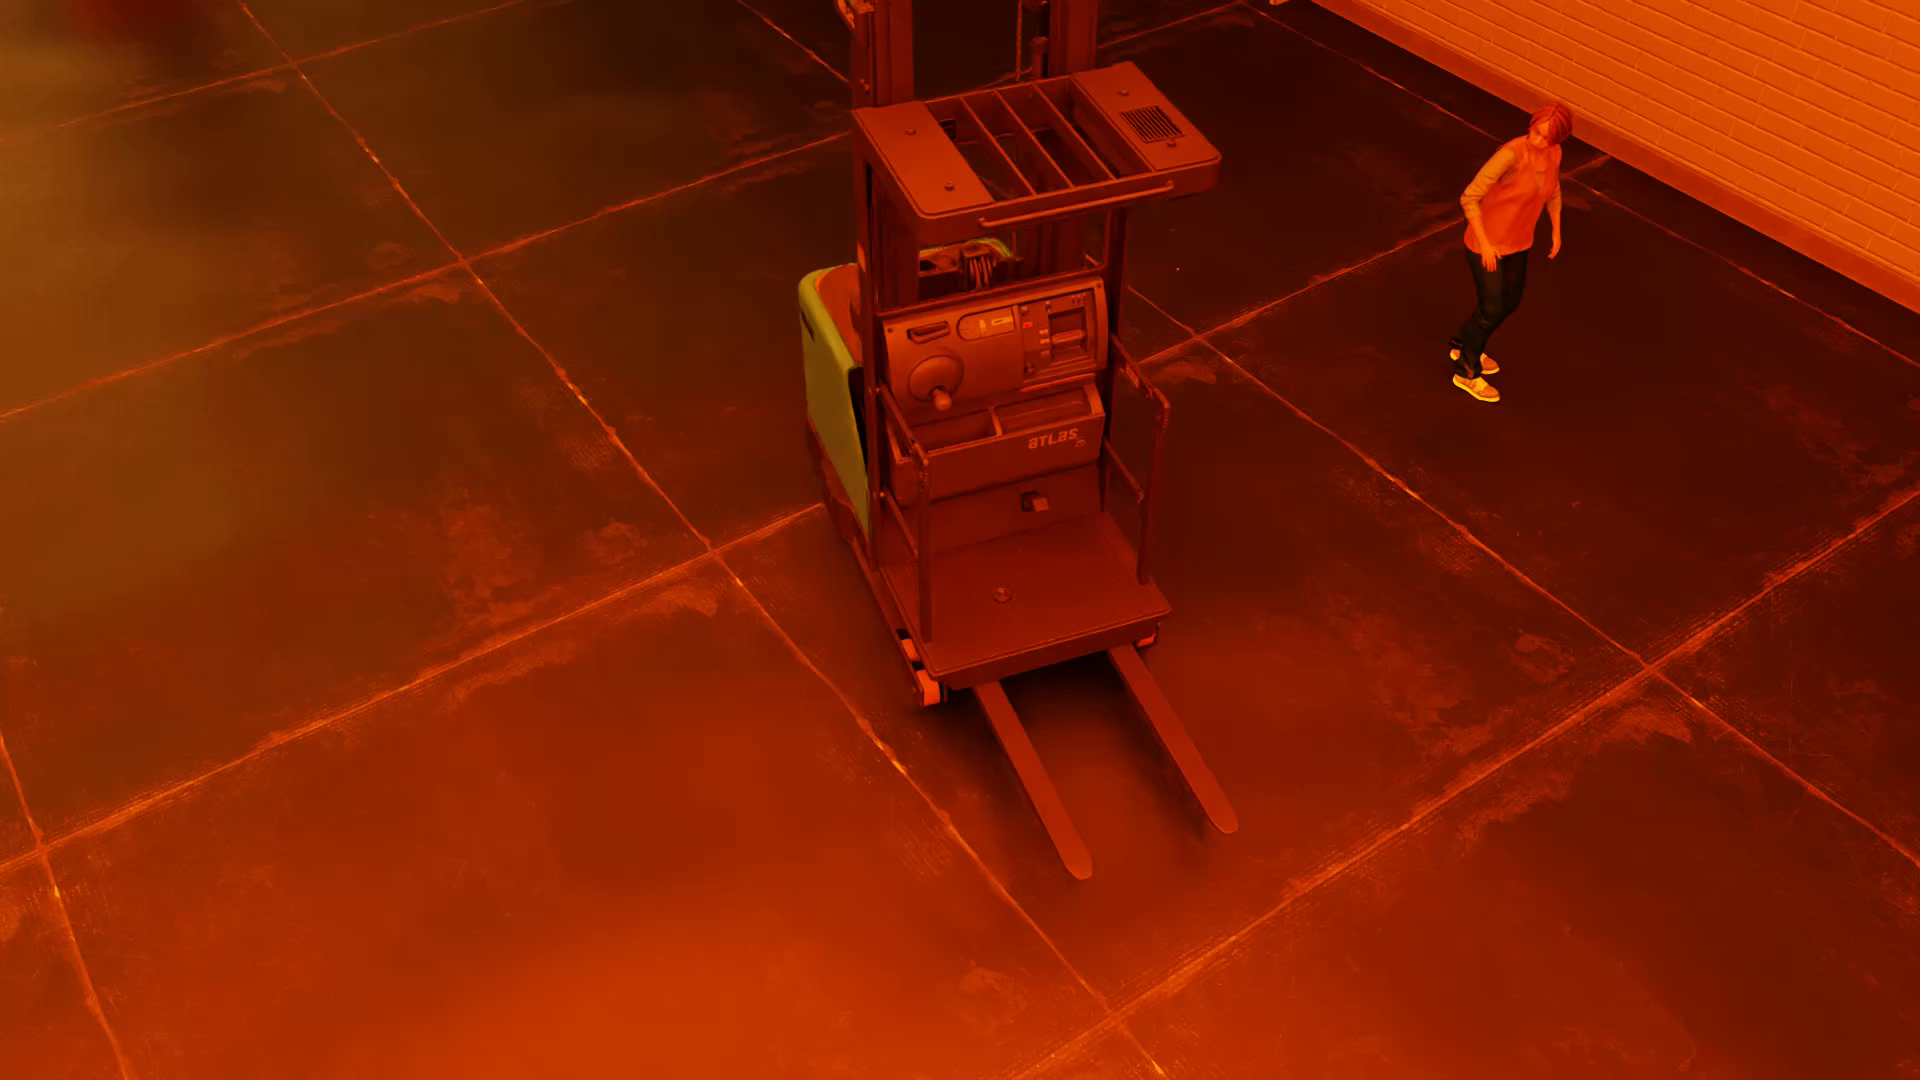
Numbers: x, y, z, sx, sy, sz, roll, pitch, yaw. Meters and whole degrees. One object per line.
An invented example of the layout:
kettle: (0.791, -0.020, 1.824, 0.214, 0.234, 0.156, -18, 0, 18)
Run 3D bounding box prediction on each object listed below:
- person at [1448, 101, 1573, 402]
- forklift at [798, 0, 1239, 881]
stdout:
person: (2.768, -1.456, 8.308, 0.611, 1.571, 0.446, -27, 49, -26)
forklift: (0.228, -0.689, 6.463, 1.130, 2.935, 3.031, -14, 45, -15)
